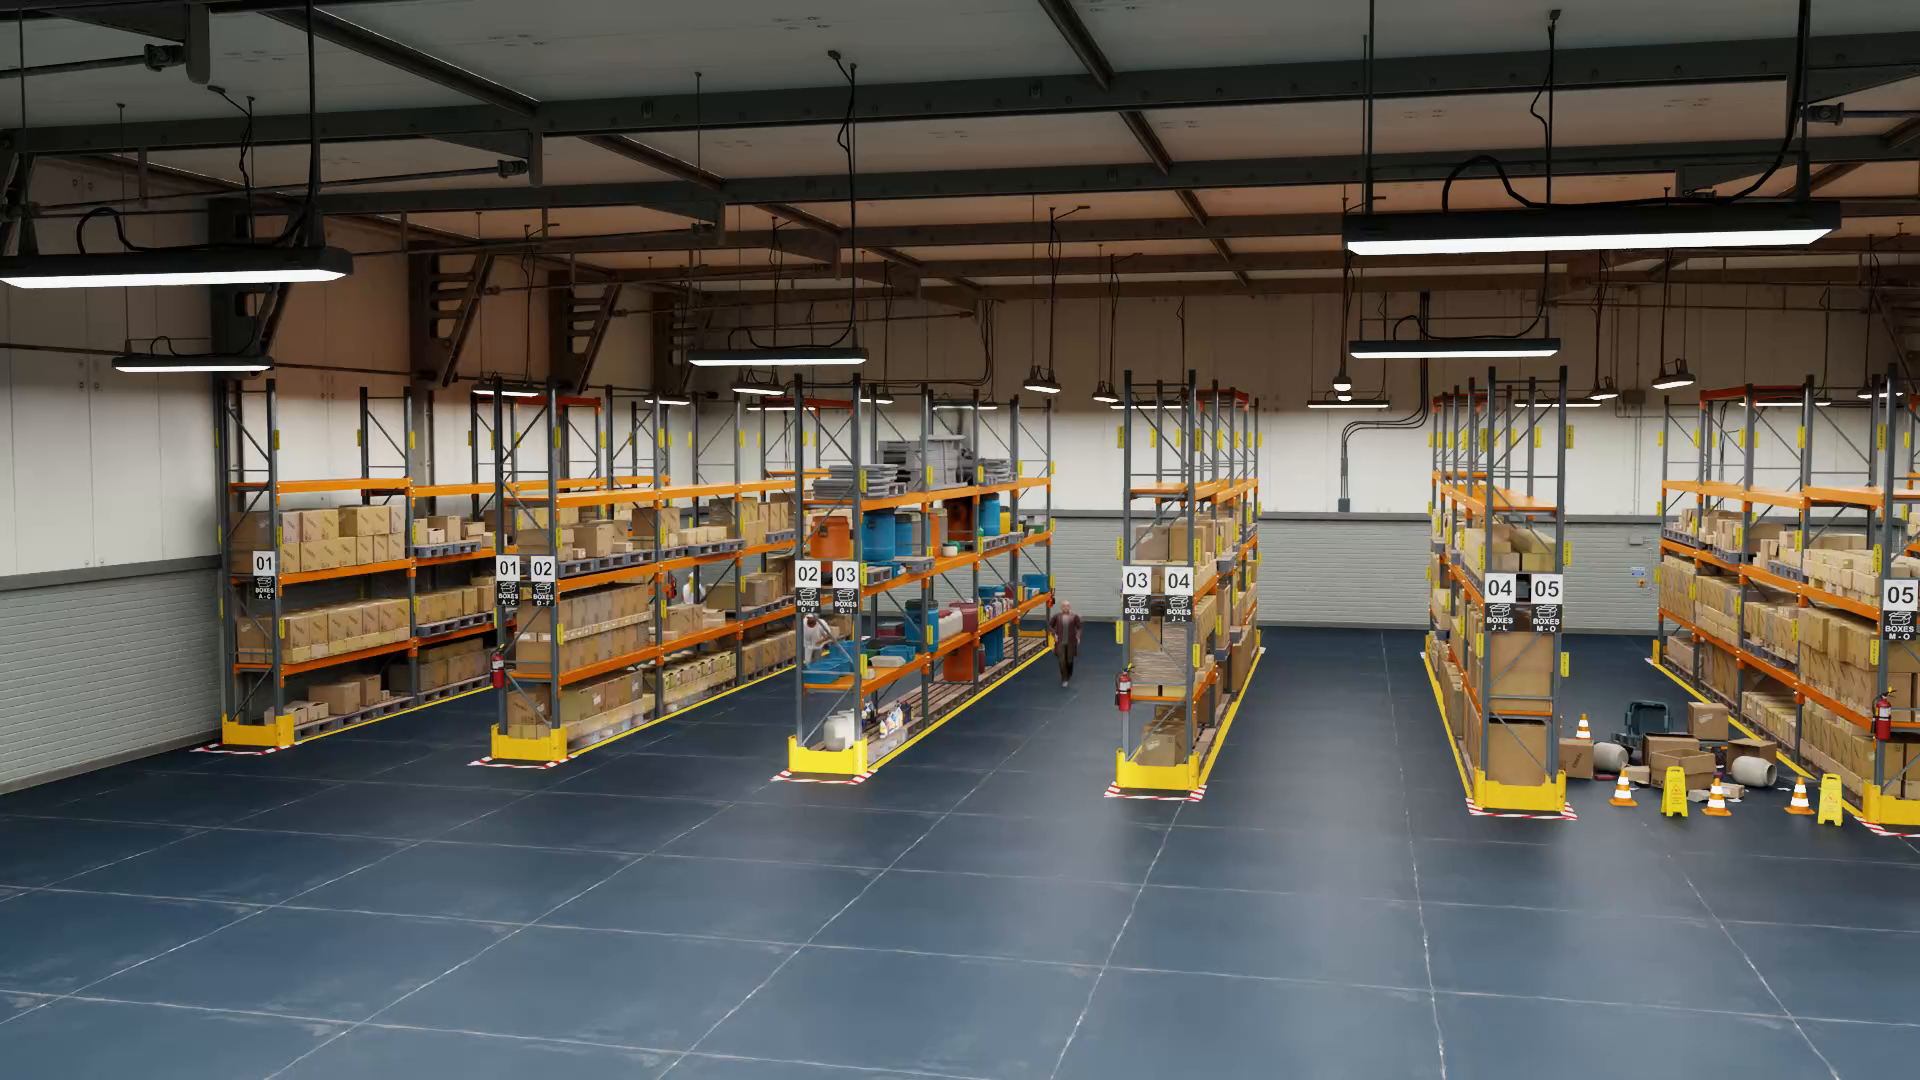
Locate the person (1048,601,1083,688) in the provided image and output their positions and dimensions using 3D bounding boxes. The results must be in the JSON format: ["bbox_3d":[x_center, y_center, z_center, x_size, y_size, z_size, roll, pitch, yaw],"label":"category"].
[{"bbox_3d":[2.148,2.110,33.926,0.712,1.743,0.720,0,3,5],"label":"person"}]

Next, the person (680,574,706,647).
[{"bbox_3d":[-6.473,1.697,40.275,0.689,1.761,0.871,0,3,4],"label":"person"}]

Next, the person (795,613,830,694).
[{"bbox_3d":[-2.927,2.189,33.271,0.745,1.715,1.061,0,3,7],"label":"person"}]
